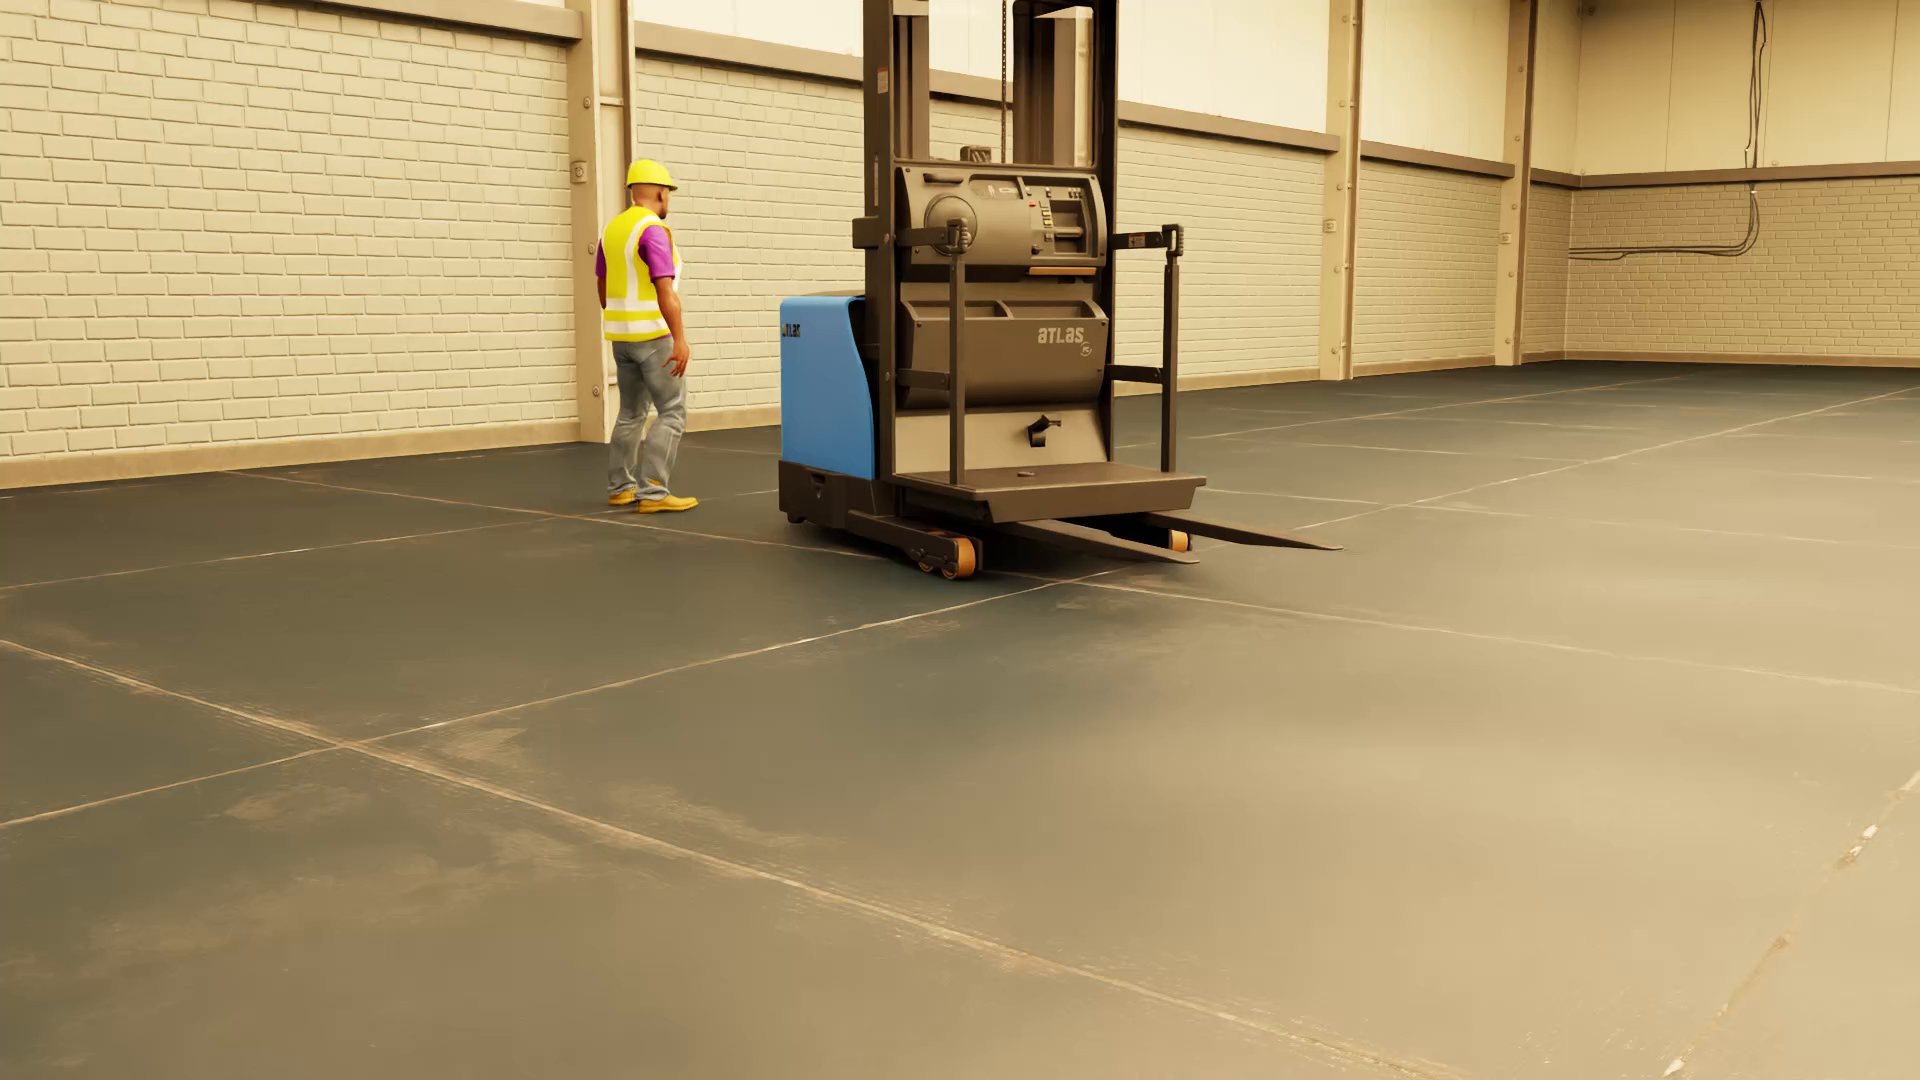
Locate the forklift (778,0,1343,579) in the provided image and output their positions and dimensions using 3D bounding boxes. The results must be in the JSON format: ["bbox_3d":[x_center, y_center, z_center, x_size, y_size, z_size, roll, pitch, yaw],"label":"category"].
[{"bbox_3d":[0.294,-1.373,6.664,1.130,2.935,3.031,-5,9,-28],"label":"forklift"}]

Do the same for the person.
[{"bbox_3d":[-1.564,-1.025,8.379,0.413,1.749,0.787,-8,11,-42],"label":"person"}]
